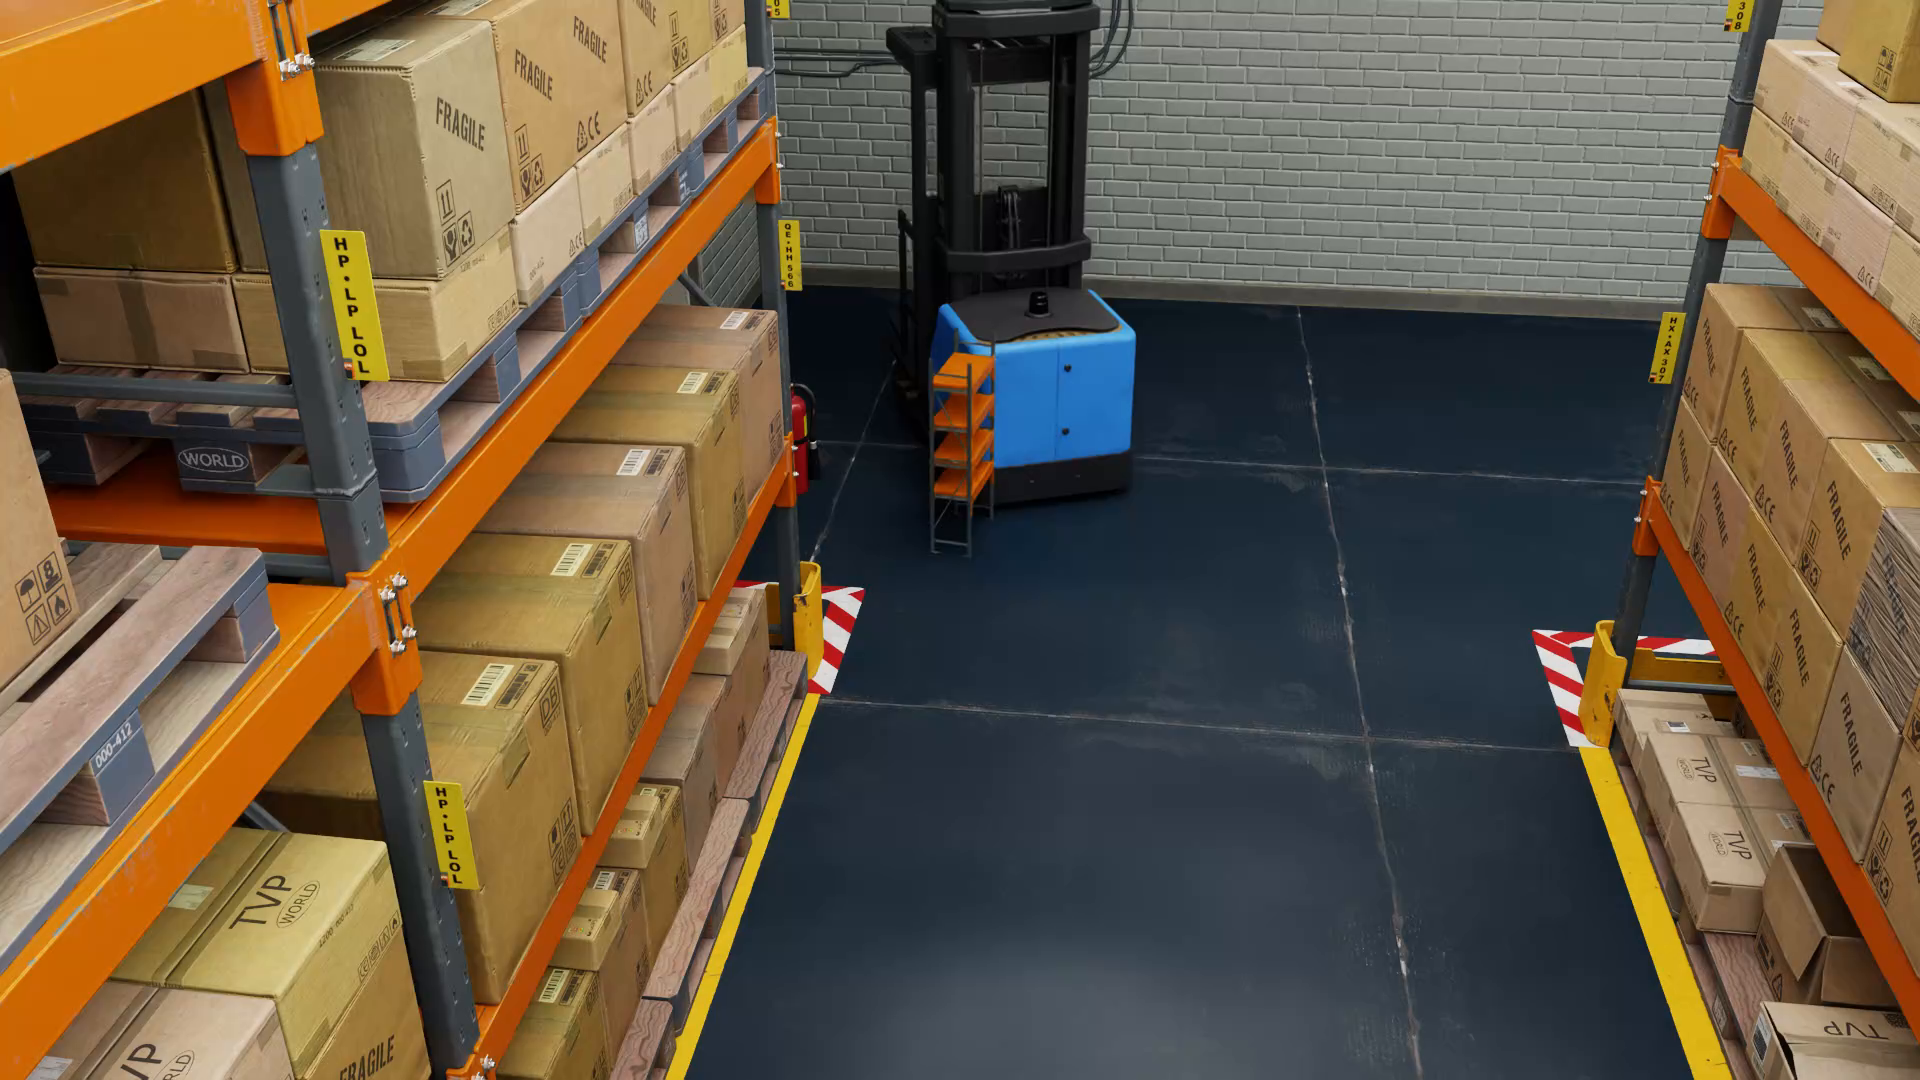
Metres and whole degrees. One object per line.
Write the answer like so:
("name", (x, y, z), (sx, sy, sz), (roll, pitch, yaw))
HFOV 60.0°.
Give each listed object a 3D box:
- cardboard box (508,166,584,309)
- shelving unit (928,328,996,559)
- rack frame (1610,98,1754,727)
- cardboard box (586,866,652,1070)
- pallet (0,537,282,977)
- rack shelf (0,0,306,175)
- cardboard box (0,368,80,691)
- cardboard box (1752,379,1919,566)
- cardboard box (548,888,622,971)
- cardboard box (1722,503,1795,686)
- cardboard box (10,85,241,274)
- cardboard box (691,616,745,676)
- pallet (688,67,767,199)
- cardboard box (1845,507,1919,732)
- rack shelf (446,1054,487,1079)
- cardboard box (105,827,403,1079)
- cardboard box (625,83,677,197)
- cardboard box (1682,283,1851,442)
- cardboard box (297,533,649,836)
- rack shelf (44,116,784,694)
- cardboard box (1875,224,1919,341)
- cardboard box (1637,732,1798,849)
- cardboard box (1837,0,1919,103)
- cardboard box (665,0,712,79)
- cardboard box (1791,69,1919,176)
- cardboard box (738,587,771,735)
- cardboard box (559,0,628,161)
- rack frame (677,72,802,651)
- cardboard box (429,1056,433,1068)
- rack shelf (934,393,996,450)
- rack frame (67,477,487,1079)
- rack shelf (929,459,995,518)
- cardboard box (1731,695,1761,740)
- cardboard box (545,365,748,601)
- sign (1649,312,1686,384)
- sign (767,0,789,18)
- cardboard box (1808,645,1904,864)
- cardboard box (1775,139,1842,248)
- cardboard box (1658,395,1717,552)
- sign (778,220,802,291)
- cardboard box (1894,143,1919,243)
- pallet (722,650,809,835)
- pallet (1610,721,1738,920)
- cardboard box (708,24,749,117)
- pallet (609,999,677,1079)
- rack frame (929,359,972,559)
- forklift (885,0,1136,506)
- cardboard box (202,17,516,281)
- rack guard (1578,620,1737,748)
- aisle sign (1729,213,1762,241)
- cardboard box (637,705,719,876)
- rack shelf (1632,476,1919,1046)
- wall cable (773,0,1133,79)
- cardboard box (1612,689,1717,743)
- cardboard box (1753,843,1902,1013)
("cardboard box", (-1.372, -0.855, 4.622), (0.500, 0.250, 0.500), (3, 28, 5))
("shelving unit", (0.015, -0.551, 9.507), (0.258, 1.200, 0.503), (8, 29, 14))
("rack frame", (3.612, -0.419, 7.366), (1.000, 3.000, 0.127), (3, 28, 6))
("cardboard box", (-1.537, 1.511, 5.976), (0.700, 0.500, 0.500), (3, 28, 6))
("pallet", (-1.859, 0.376, 2.929), (0.805, 0.209, 1.217), (2, 28, 4))
("rack shelf", (-2.040, -0.029, 1.497), (1.077, 0.370, 4.000), (3, 28, 6))
("cardboard box", (-2.012, 0.027, 2.805), (0.700, 0.500, 0.500), (2, 28, 3))
("cardboard box", (3.173, -0.228, 5.851), (0.500, 0.500, 0.500), (4, 29, 7))
("cardboard box", (-1.379, 1.311, 5.663), (0.380, 0.149, 0.250), (4, 29, 8))
("cardboard box", (3.173, 0.209, 6.093), (0.500, 0.500, 0.500), (3, 28, 6))
("cardboard box", (-1.941, -0.978, 4.060), (0.500, 0.500, 0.500), (3, 28, 6))
("cardboard box", (-1.157, 0.451, 7.259), (0.380, 0.149, 0.250), (4, 29, 8))
("pallet", (-1.386, -1.637, 6.557), (1.003, 0.211, 1.213), (3, 28, 6))
("cardboard box", (3.049, 0.248, 4.968), (0.500, 0.500, 0.500), (4, 29, 7))
("rack shelf", (-2.040, 2.436, 2.825), (1.077, 0.370, 4.000), (3, 28, 6))
("cardboard box", (-1.599, 0.898, 3.689), (0.500, 0.250, 0.500), (4, 29, 7))
("cardboard box", (-1.253, -1.338, 5.519), (0.500, 0.250, 0.500), (3, 28, 5))
("cardboard box", (3.296, -0.710, 6.746), (0.500, 0.500, 0.500), (4, 29, 8))
("cardboard box", (-1.618, 0.448, 5.440), (0.980, 0.700, 0.700), (3, 28, 5))
("rack shelf", (-1.550, -0.768, 5.608), (1.077, 0.370, 4.000), (3, 28, 6))
("cardboard box", (3.108, -0.741, 4.958), (0.500, 0.250, 0.500), (3, 28, 6))
("cardboard box", (3.202, 1.072, 7.032), (0.500, 0.250, 0.500), (3, 28, 6))
("cardboard box", (3.420, -1.751, 5.515), (0.700, 0.500, 0.500), (3, 28, 6))
("cardboard box", (-1.196, -1.924, 5.815), (0.500, 0.500, 0.500), (4, 29, 8))
("cardboard box", (3.222, -1.432, 5.714), (0.500, 0.250, 0.500), (3, 28, 6))
("cardboard box", (-1.292, 0.545, 7.768), (0.700, 0.500, 0.500), (3, 28, 6))
("cardboard box", (-1.318, -1.431, 4.899), (0.500, 0.500, 0.500), (4, 29, 7))
("rack frame", (-1.305, -0.705, 7.897), (1.000, 3.000, 0.127), (3, 28, 6))
("cardboard box", (-1.817, 1.518, 5.278), (0.380, 0.149, 0.250), (3, 28, 6))
("rack shelf", (0.015, -0.689, 9.433), (0.258, 0.148, 0.480), (8, 29, 14))
("rack frame", (-1.795, 1.177, 4.402), (1.000, 3.000, 0.127), (3, 28, 6))
("rack shelf", (0.015, -0.317, 9.634), (0.258, 0.148, 0.480), (8, 29, 14))
("cardboard box", (3.790, 0.758, 7.353), (0.500, 0.500, 0.500), (3, 28, 6))
("cardboard box", (-1.436, -0.254, 6.742), (0.980, 0.700, 0.700), (3, 28, 6))
("sign", (3.073, -0.832, 7.219), (0.100, 0.325, 0.005), (3, 28, 6))
("sign", (-0.768, -2.343, 6.923), (0.100, 0.325, 0.005), (3, 28, 6))
("cardboard box", (3.051, 0.685, 5.211), (0.500, 0.500, 0.500), (4, 29, 7))
("cardboard box", (3.222, -1.212, 5.833), (0.500, 0.250, 0.500), (3, 28, 6))
("cardboard box", (3.296, -0.270, 6.983), (0.500, 0.500, 0.500), (4, 29, 7))
("sign", (-0.768, -1.281, 7.495), (0.100, 0.325, 0.005), (3, 28, 6))
("cardboard box", (3.102, -0.961, 4.840), (0.500, 0.250, 0.500), (3, 28, 6))
("pallet", (-1.325, 0.903, 7.851), (1.003, 0.211, 1.213), (3, 28, 6))
("pallet", (3.506, 1.220, 7.264), (1.003, 0.211, 1.213), (3, 28, 6))
("cardboard box", (-1.131, -1.829, 6.429), (0.500, 0.250, 0.500), (4, 29, 8))
("pallet", (-1.624, 2.052, 5.719), (1.003, 0.211, 1.213), (3, 28, 6))
("rack frame", (-0.053, -0.440, 9.301), (0.240, 1.200, 0.015), (8, 29, 14))
("forklift", (0.170, -2.179, 10.704), (1.130, 2.935, 3.031), (-8, 29, -14))
("cardboard box", (-1.430, -0.955, 4.017), (0.500, 0.500, 0.500), (3, 28, 6))
("rack guard", (3.602, 0.717, 7.892), (1.175, 0.500, 0.348), (3, 28, 6))
("aisle sign", (3.329, -1.613, 6.840), (0.394, 0.787, 0.004), (3, 28, 6))
("cardboard box", (-1.414, 1.018, 6.891), (0.700, 0.500, 0.500), (2, 28, 5))
("rack shelf", (3.367, 0.839, 5.789), (1.077, 0.370, 4.000), (3, 28, 6))
("wall cable", (-0.257, -4.621, 12.114), (3.097, 2.526, 0.112), (3, 28, 6))
("cardboard box", (3.219, 0.819, 7.609), (0.380, 0.149, 0.250), (3, 28, 6))
("cardboard box", (3.347, 1.484, 6.001), (0.797, 0.503, 0.637), (3, 28, 6))
